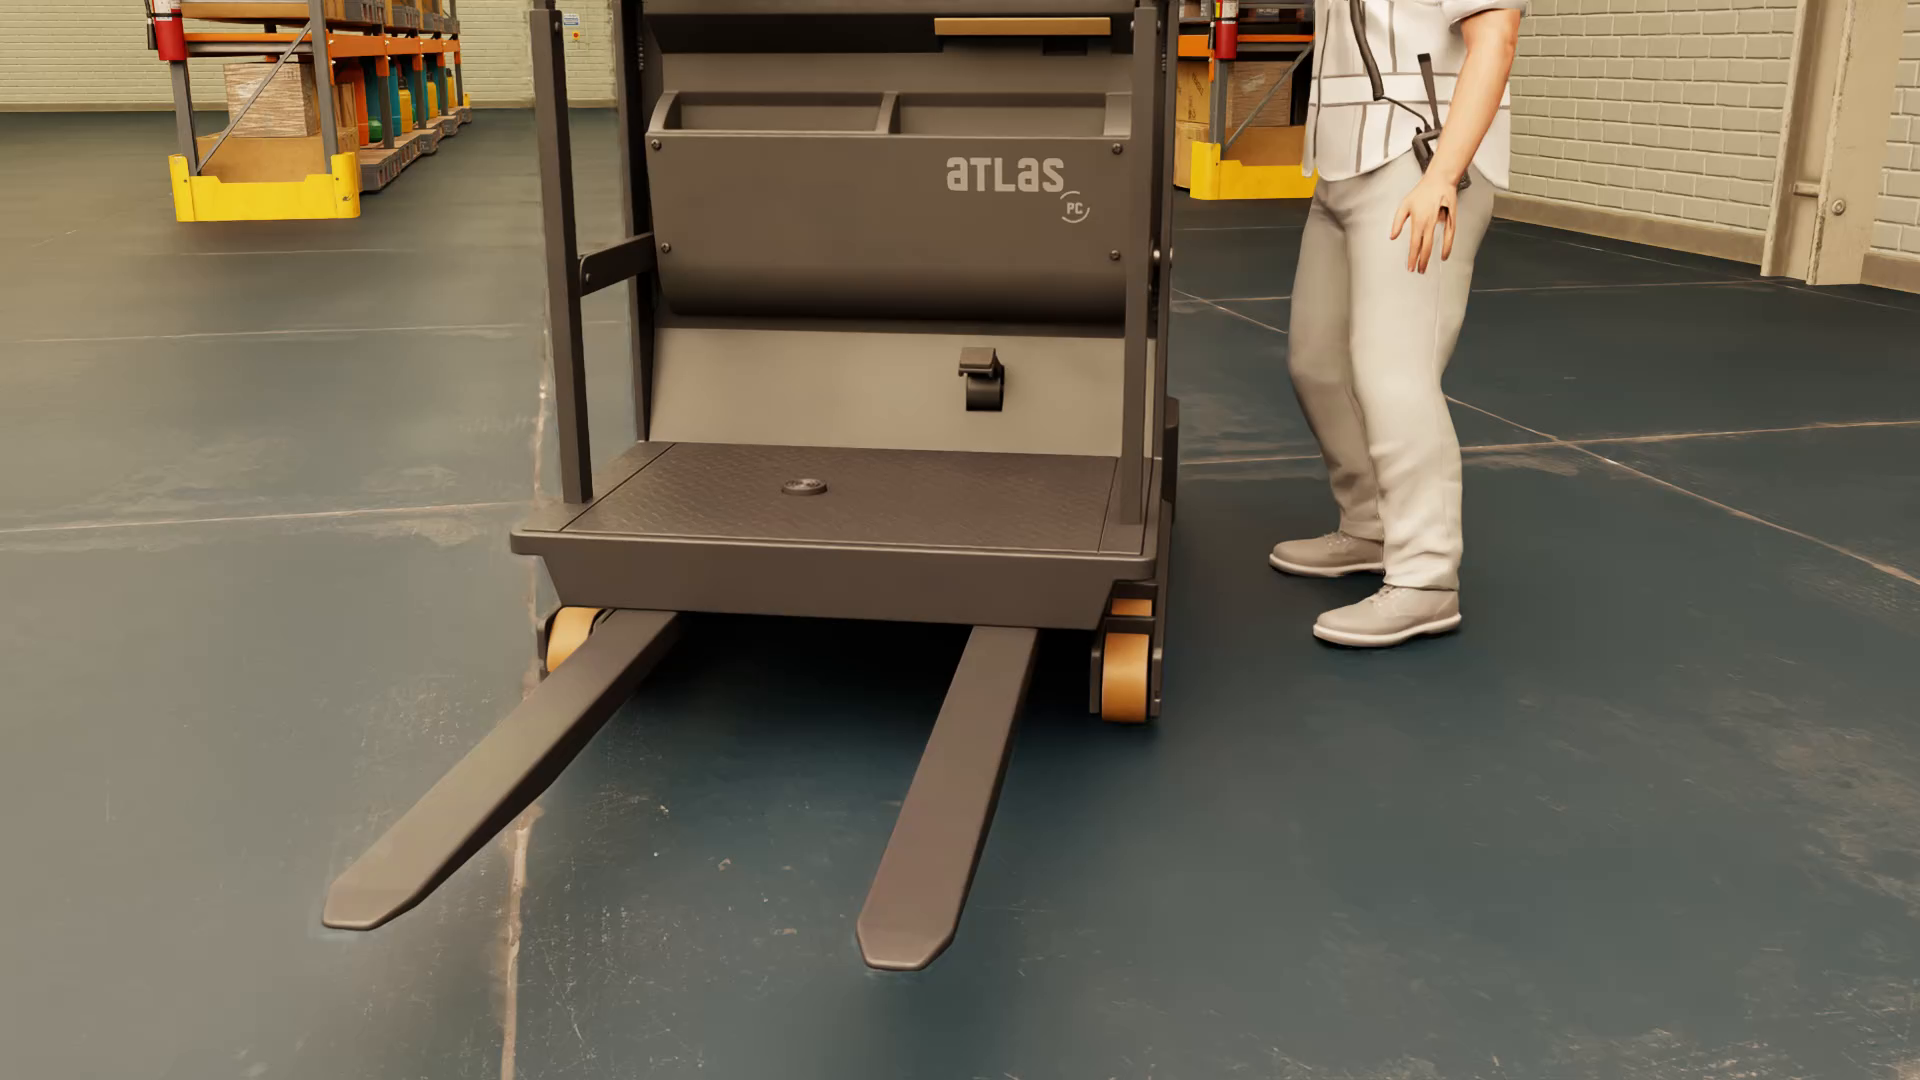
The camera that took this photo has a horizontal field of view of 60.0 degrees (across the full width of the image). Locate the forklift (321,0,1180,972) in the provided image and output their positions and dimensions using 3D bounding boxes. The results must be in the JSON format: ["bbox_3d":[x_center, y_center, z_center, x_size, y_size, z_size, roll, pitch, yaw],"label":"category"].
[{"bbox_3d":[-0.161,-1.186,2.859,1.130,2.935,3.031,2,17,8],"label":"forklift"}]

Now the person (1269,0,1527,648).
[{"bbox_3d":[0.868,-0.722,3.404,0.450,1.733,0.749,-3,17,-11],"label":"person"}]
